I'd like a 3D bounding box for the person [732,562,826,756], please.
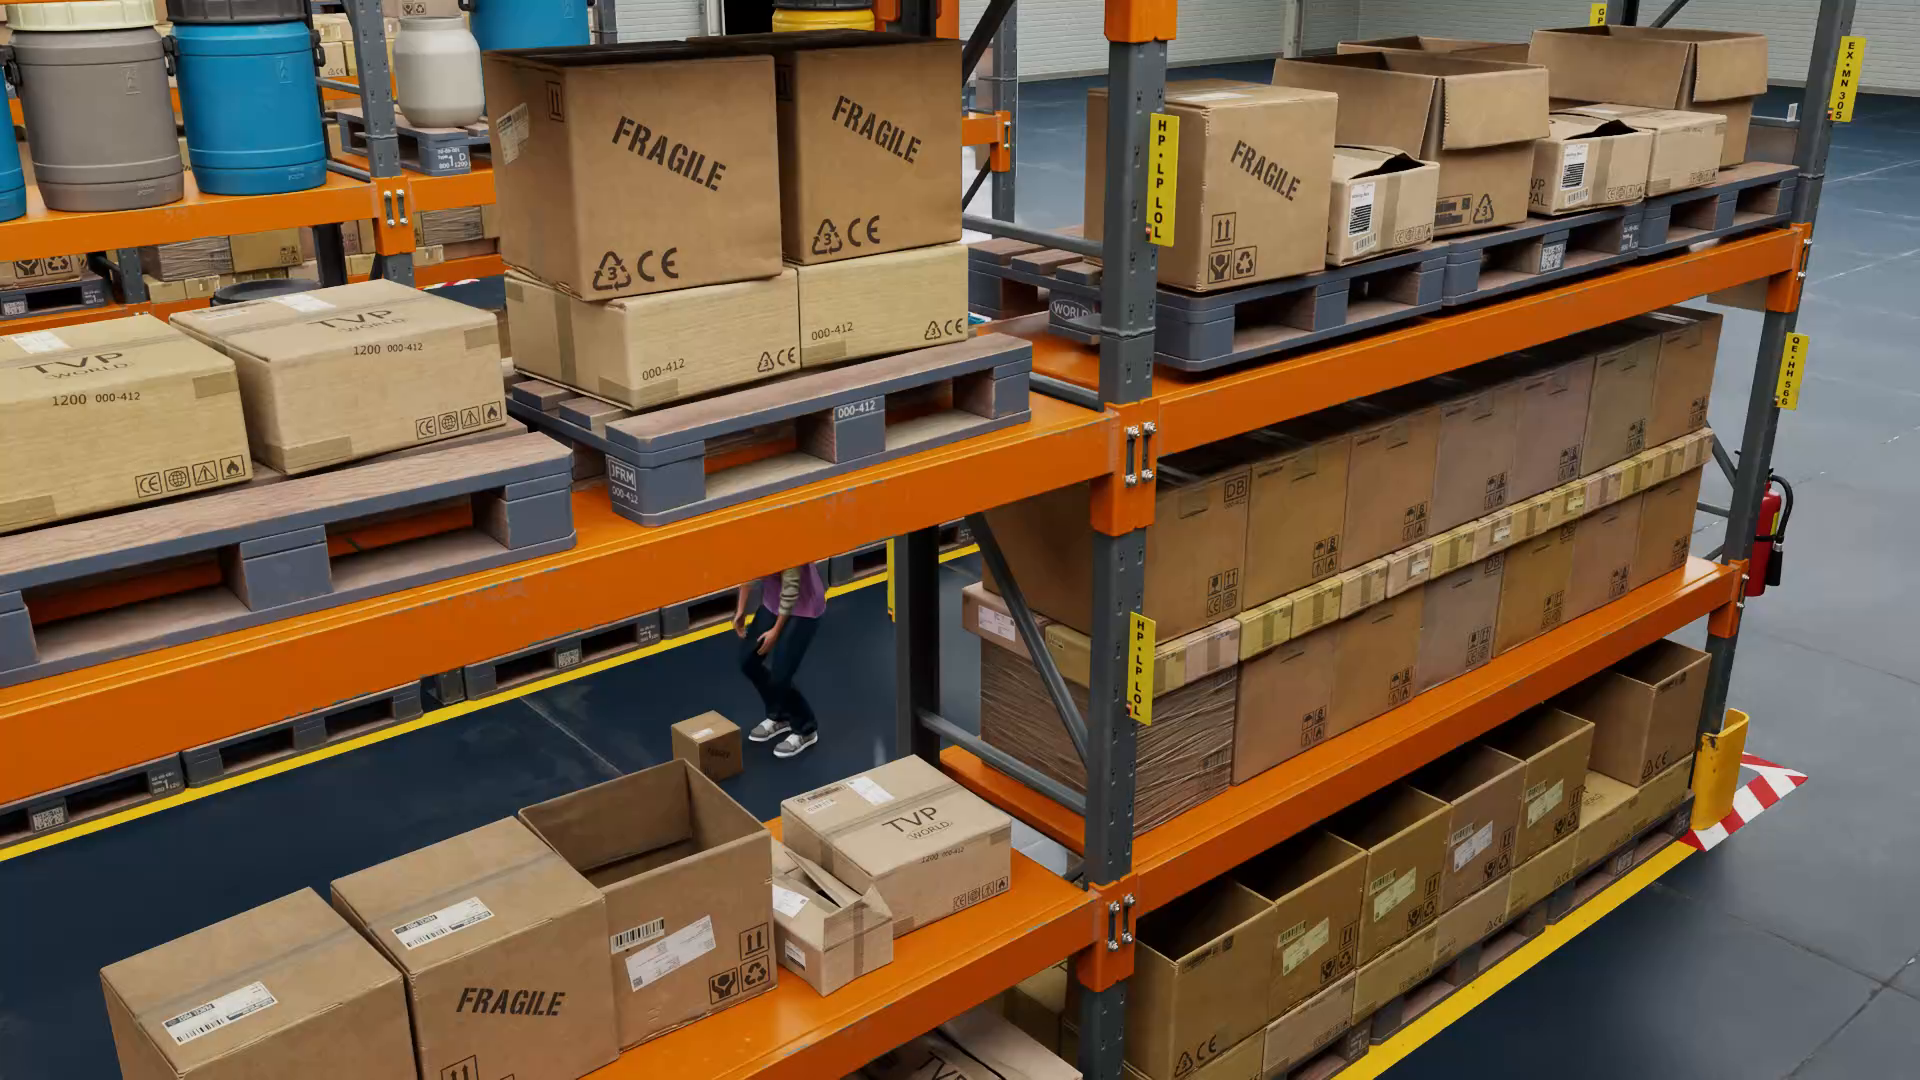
[{"bbox_3d":[-0.905,0.381,8.317,0.518,1.464,0.451,-17,27,-37],"label":"person"}]
